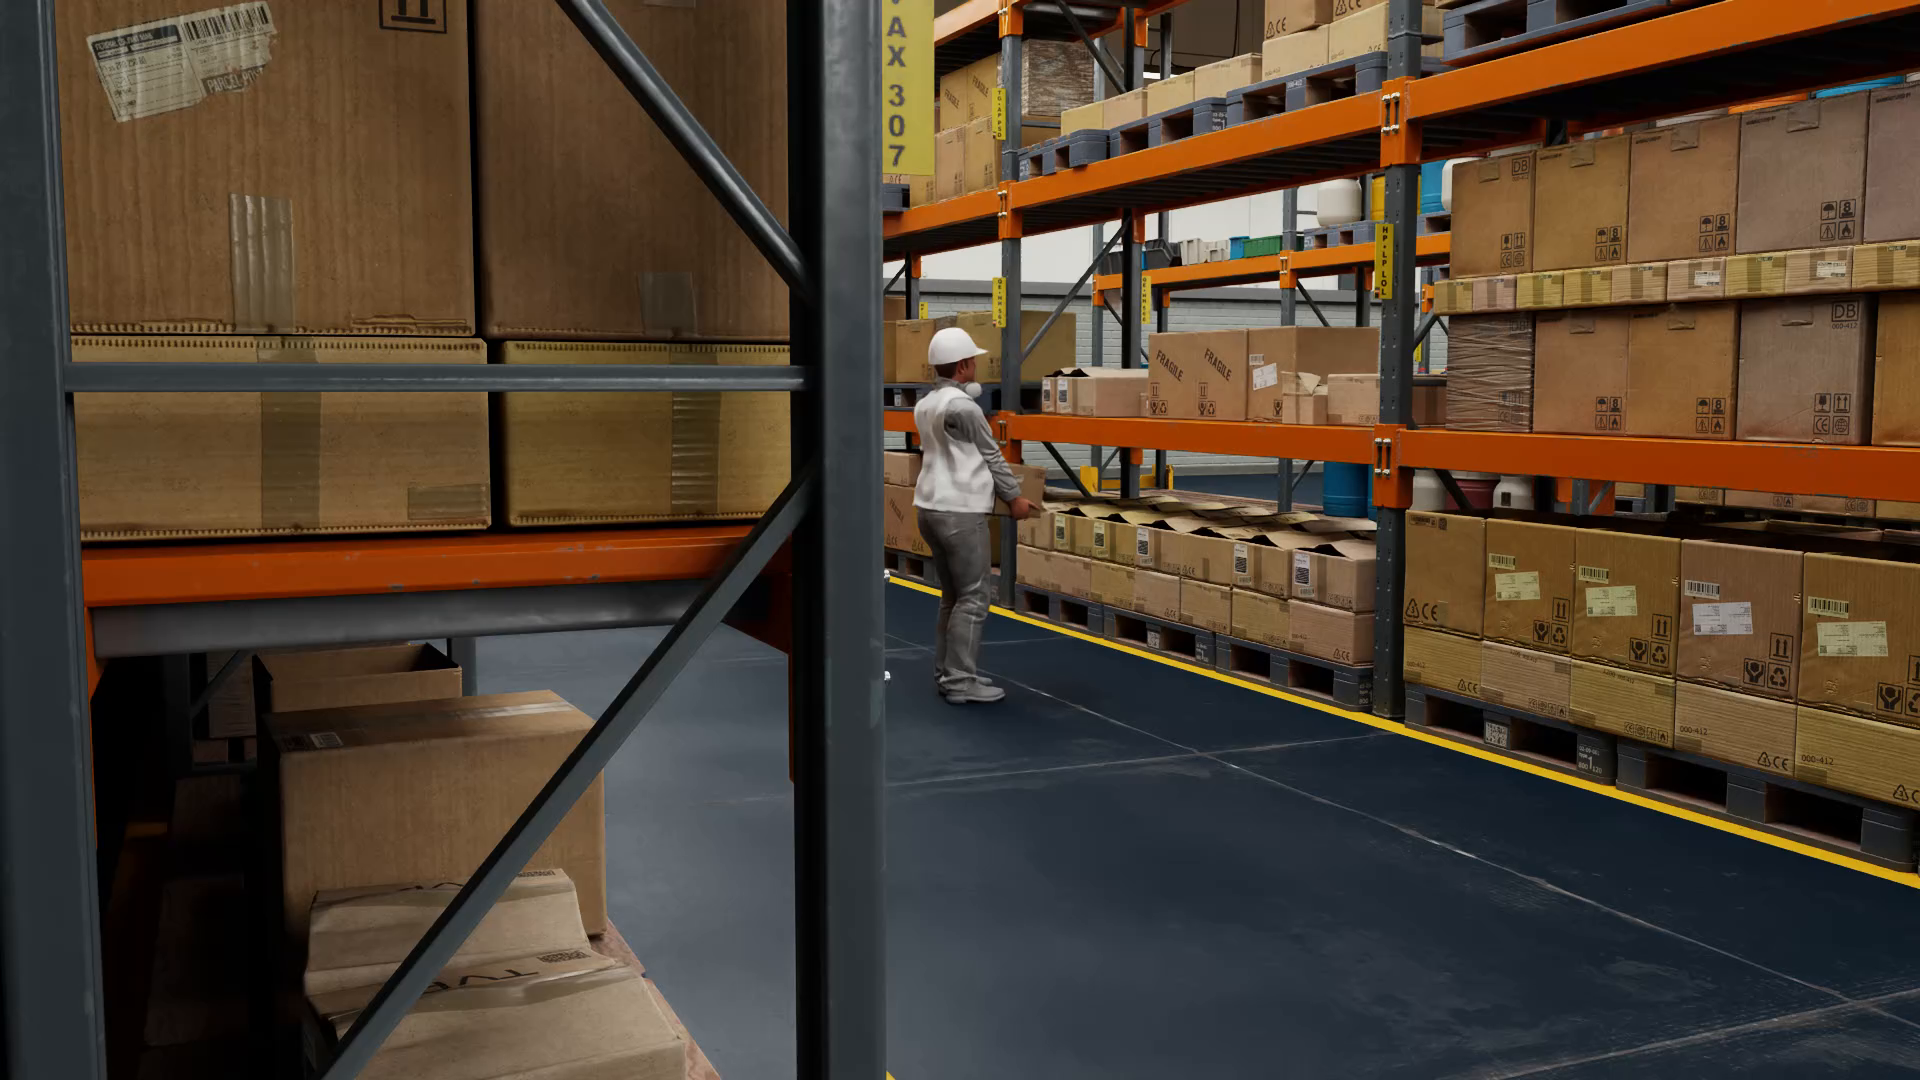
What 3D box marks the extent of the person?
[{"bbox_3d":[0.063,-0.127,7.999,0.558,1.772,0.495,-2,6,-24],"label":"person"}]
